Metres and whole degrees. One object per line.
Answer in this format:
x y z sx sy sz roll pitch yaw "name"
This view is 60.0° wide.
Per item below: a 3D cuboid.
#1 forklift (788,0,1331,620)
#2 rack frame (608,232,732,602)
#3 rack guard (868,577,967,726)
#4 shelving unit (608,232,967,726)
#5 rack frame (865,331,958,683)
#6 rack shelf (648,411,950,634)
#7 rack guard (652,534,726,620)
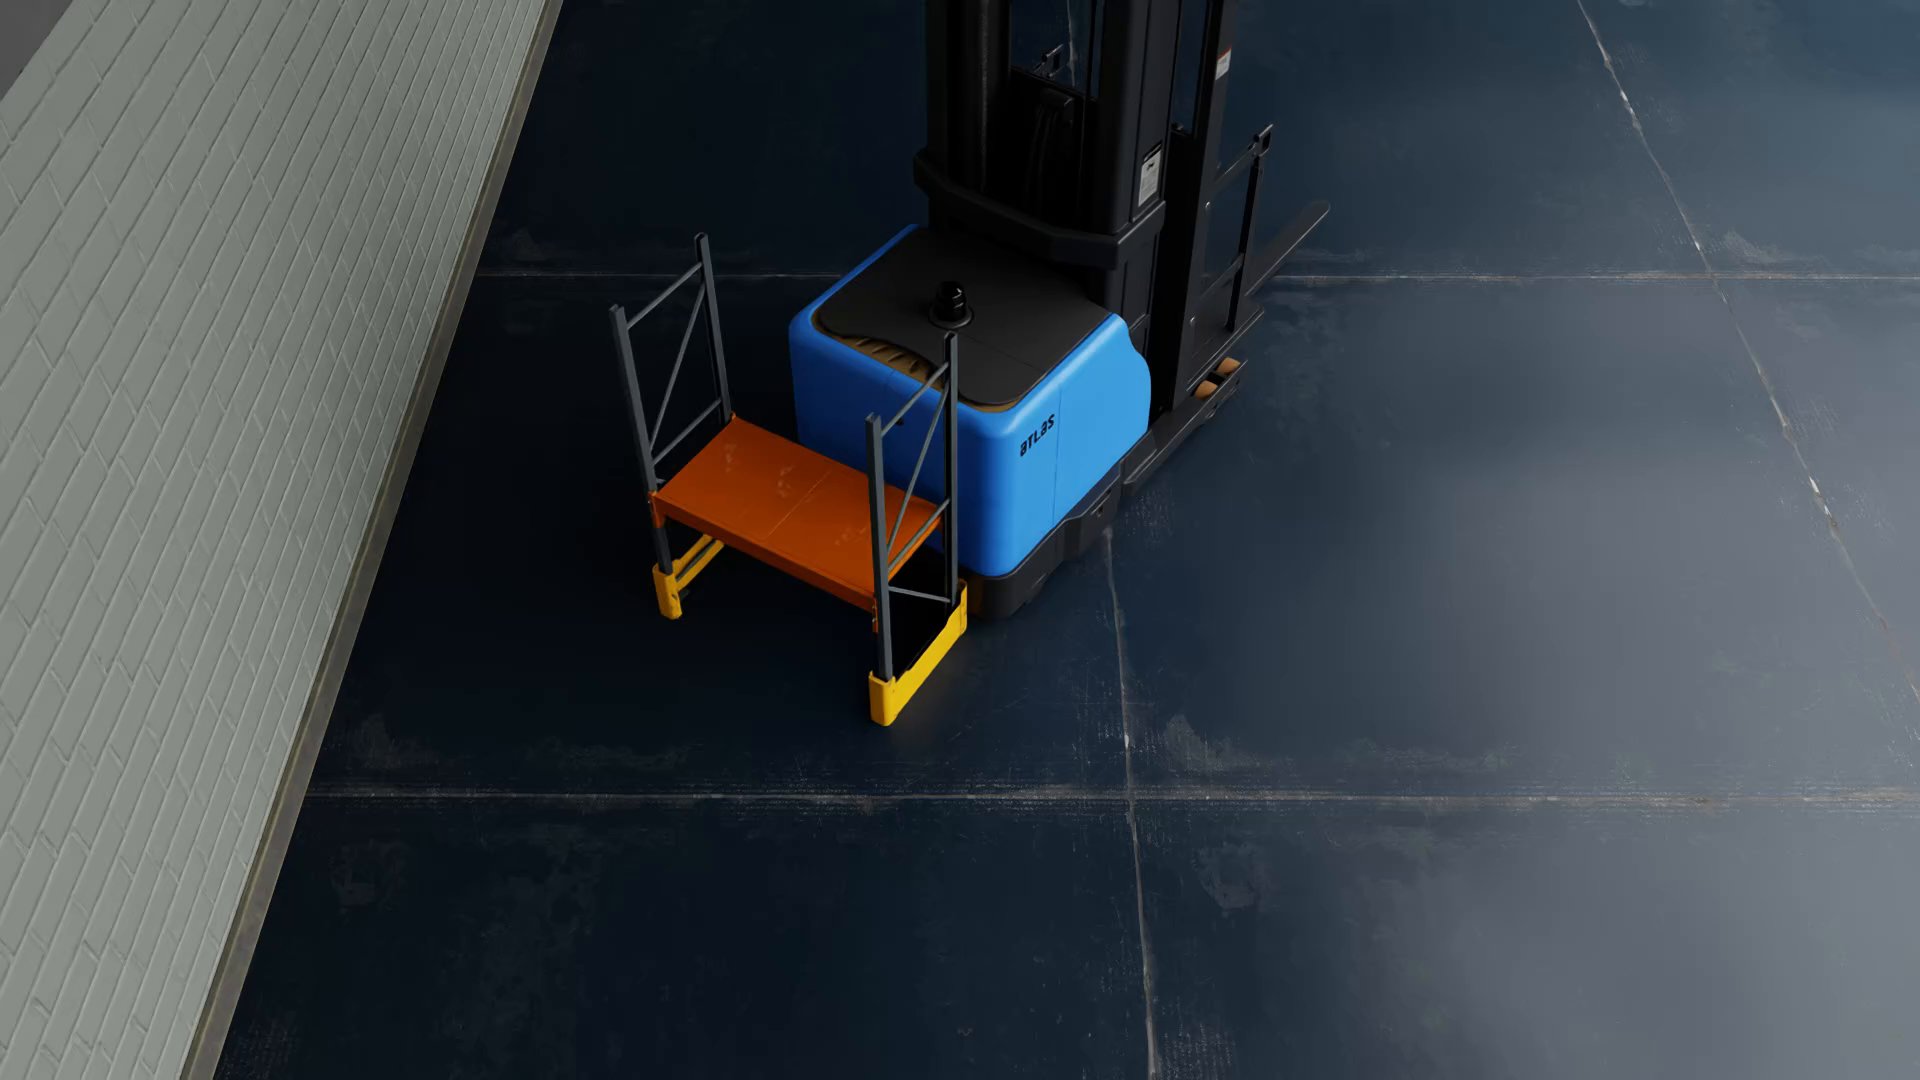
0.626 -1.726 6.435 1.130 2.935 3.031 28 53 24 "forklift"
-1.019 -0.398 6.177 0.032 1.500 0.500 24 52 21 "rack frame"
-0.152 0.415 6.274 0.087 0.250 0.587 24 52 21 "rack guard"
-0.577 -0.201 5.993 1.083 1.500 0.587 24 52 21 "shelving unit"
-0.151 -0.010 5.816 0.032 1.500 0.500 24 52 21 "rack frame"
-0.585 -0.082 6.128 1.000 0.185 0.538 24 52 21 "rack shelf"
-1.002 0.035 6.628 0.087 0.250 0.587 24 52 21 "rack guard"
